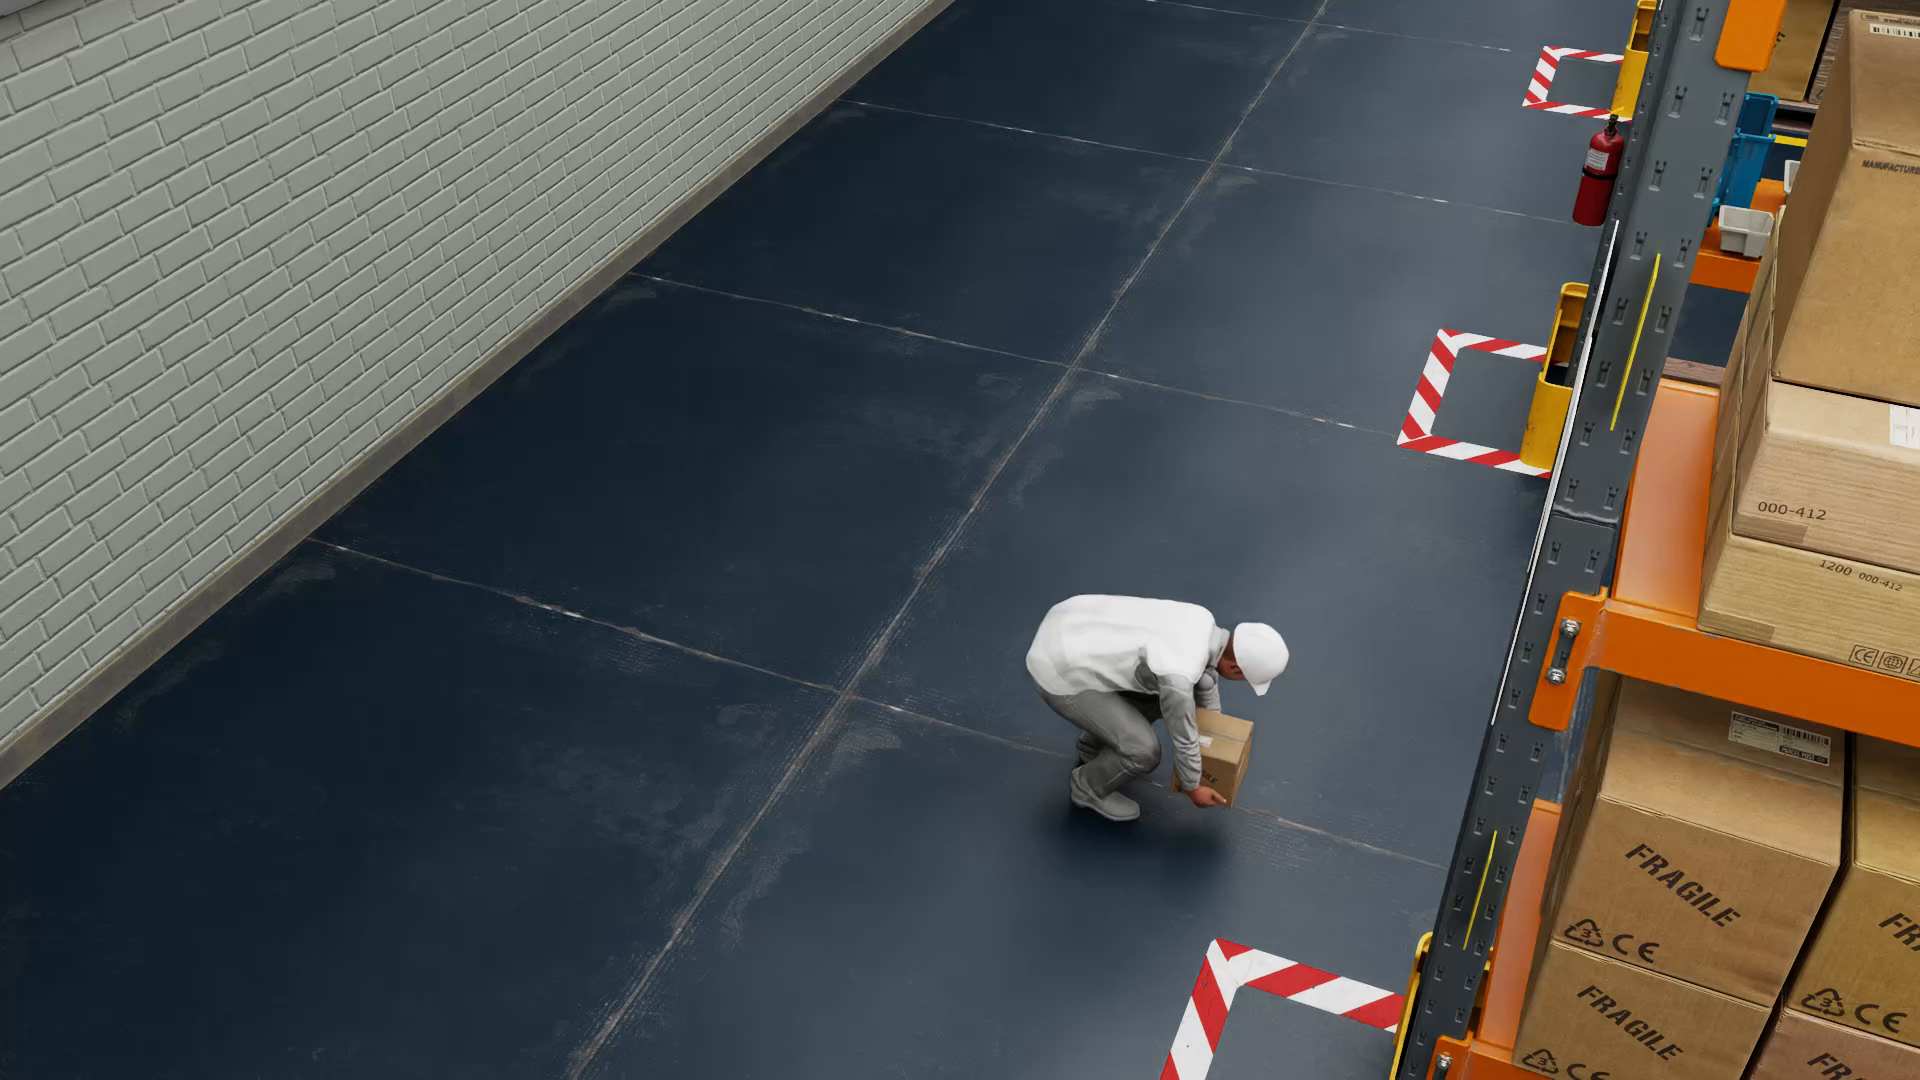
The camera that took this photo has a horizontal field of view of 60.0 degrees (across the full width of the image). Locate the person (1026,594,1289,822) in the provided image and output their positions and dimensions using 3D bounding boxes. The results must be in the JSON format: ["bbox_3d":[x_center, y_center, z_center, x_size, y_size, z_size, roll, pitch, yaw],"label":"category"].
[{"bbox_3d":[0.760,0.654,6.581,0.988,0.996,0.513,12,39,16],"label":"person"}]
